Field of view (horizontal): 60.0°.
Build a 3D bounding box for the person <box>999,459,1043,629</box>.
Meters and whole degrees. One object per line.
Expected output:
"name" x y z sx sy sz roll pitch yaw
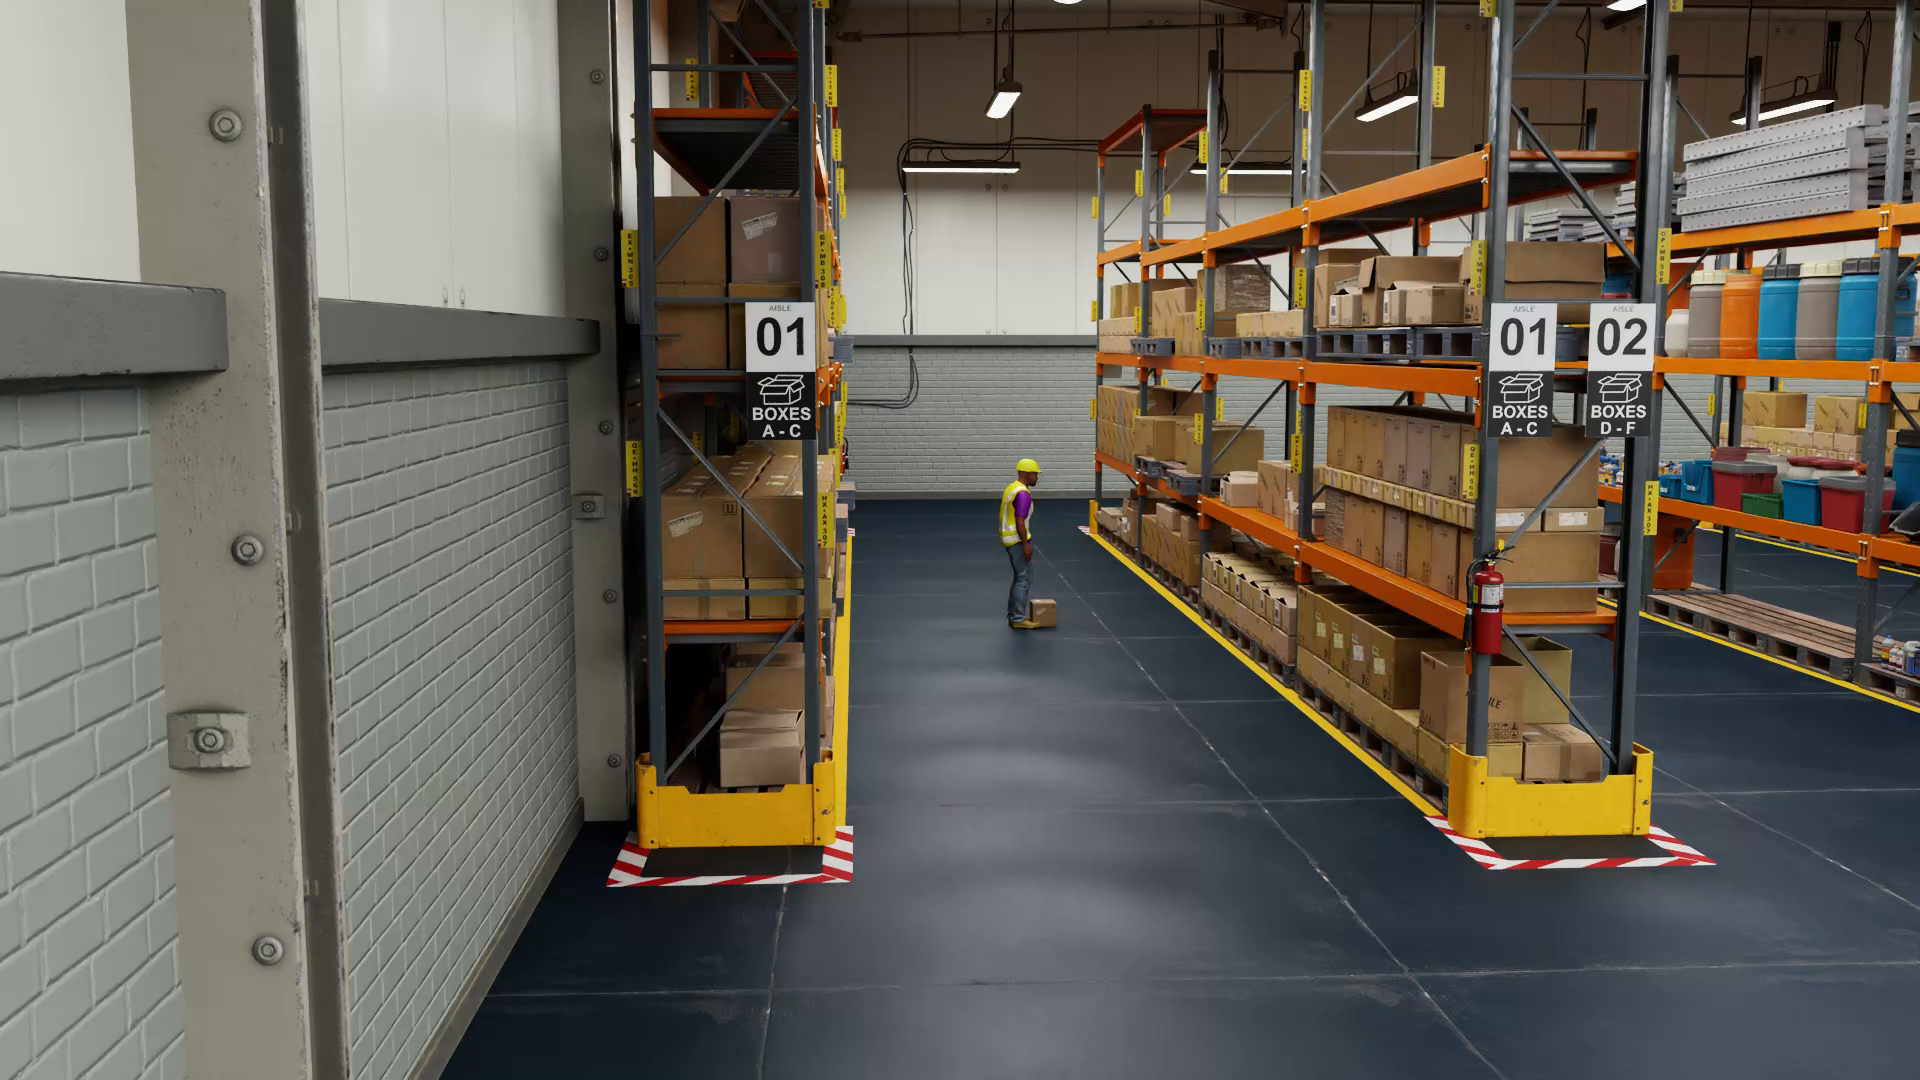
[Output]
"person" 0.646 0.028 17.451 0.461 1.755 0.628 -1 7 -7
